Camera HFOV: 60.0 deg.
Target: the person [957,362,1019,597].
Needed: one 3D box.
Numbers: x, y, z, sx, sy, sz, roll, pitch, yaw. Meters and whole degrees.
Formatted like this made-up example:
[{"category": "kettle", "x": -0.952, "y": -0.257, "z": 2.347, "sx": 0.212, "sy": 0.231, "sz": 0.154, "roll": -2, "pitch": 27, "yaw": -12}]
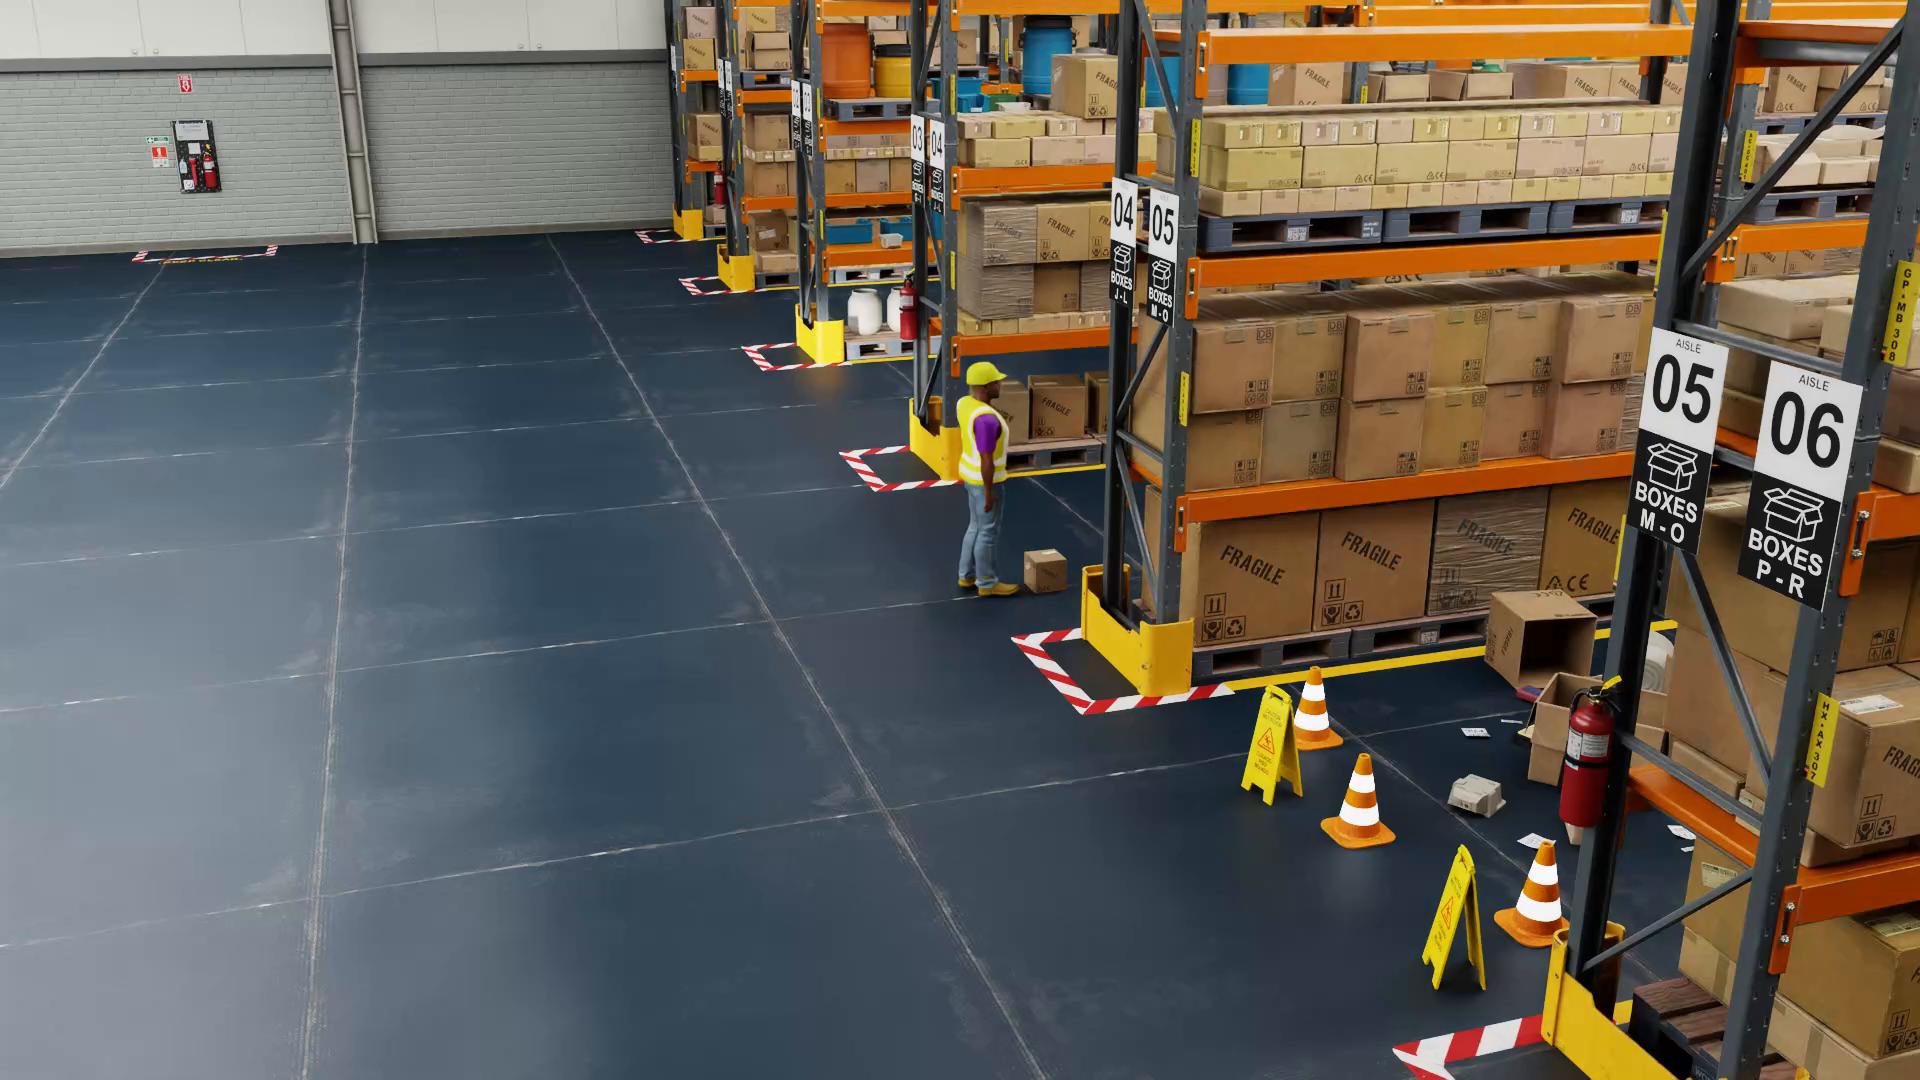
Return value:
[{"category": "person", "x": 0.208, "y": -0.454, "z": 12.290, "sx": 0.422, "sy": 1.782, "sz": 0.634, "roll": -6, "pitch": 20, "yaw": -17}]
